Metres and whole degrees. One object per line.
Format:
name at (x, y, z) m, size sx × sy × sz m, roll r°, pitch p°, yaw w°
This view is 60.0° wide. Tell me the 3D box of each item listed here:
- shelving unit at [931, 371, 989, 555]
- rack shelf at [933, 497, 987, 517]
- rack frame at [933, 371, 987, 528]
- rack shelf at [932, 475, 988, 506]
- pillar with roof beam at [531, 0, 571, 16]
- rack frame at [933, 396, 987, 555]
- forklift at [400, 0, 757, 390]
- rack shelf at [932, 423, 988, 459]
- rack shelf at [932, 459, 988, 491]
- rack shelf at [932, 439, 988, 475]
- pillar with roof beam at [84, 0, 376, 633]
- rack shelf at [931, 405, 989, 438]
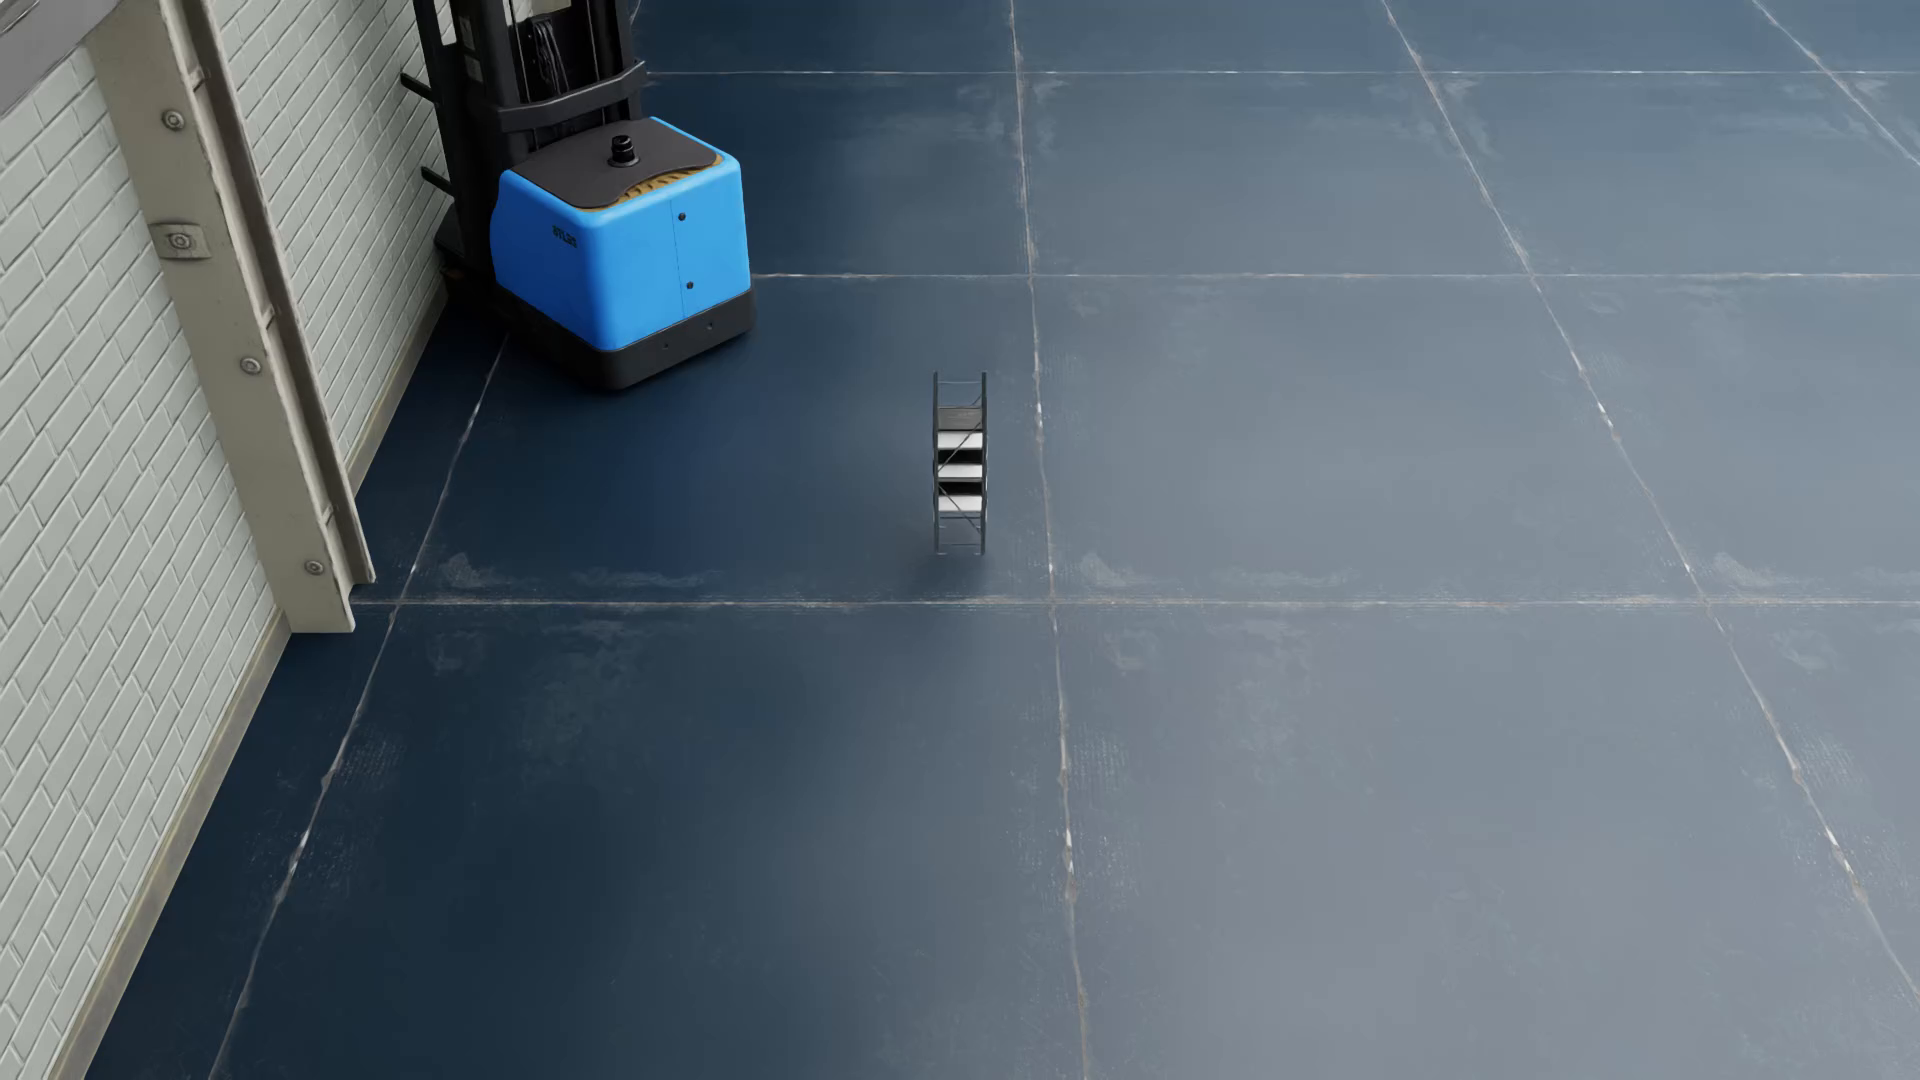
shelving unit at (0.000, -0.346, 7.708) m, size 0.258 × 0.900 × 0.210 m, roll 0°, pitch 39°, yaw 0°
rack shelf at (0.000, -0.180, 7.841) m, size 0.258 × 0.077 × 0.200 m, roll 0°, pitch 39°, yaw 0°
rack frame at (0.000, -0.410, 7.787) m, size 0.240 × 0.900 × 0.006 m, roll 0°, pitch 39°, yaw 0°
rack shelf at (0.000, -0.250, 7.785) m, size 0.258 × 0.077 × 0.200 m, roll 0°, pitch 39°, yaw 0°
pillar with roof beam at (1.411, -6.975, 9.504) m, size 9.100 × 9.000 × 0.400 m, roll 0°, pitch 39°, yaw 0°
rack frame at (0.000, -0.282, 7.628) m, size 0.240 × 0.900 × 0.006 m, roll 0°, pitch 39°, yaw 0°
forklift at (-2.540, -2.766, 9.103) m, size 1.130 × 2.935 × 3.031 m, roll -31°, pitch 48°, yaw -33°
rack shelf at (0.000, -0.461, 7.616) m, size 0.258 × 0.077 × 0.200 m, roll 0°, pitch 39°, yaw 0°
rack shelf at (0.000, -0.320, 7.729) m, size 0.258 × 0.077 × 0.200 m, roll 0°, pitch 39°, yaw 0°
rack shelf at (0.000, -0.390, 7.672) m, size 0.258 × 0.077 × 0.200 m, roll 0°, pitch 39°, yaw 0°
pillar with roof beam at (1.418, -3.223, 4.822) m, size 9.100 × 9.000 × 0.400 m, roll 0°, pitch 39°, yaw 0°
rack shelf at (0.000, -0.531, 7.560) m, size 0.258 × 0.077 × 0.200 m, roll 0°, pitch 39°, yaw 0°
